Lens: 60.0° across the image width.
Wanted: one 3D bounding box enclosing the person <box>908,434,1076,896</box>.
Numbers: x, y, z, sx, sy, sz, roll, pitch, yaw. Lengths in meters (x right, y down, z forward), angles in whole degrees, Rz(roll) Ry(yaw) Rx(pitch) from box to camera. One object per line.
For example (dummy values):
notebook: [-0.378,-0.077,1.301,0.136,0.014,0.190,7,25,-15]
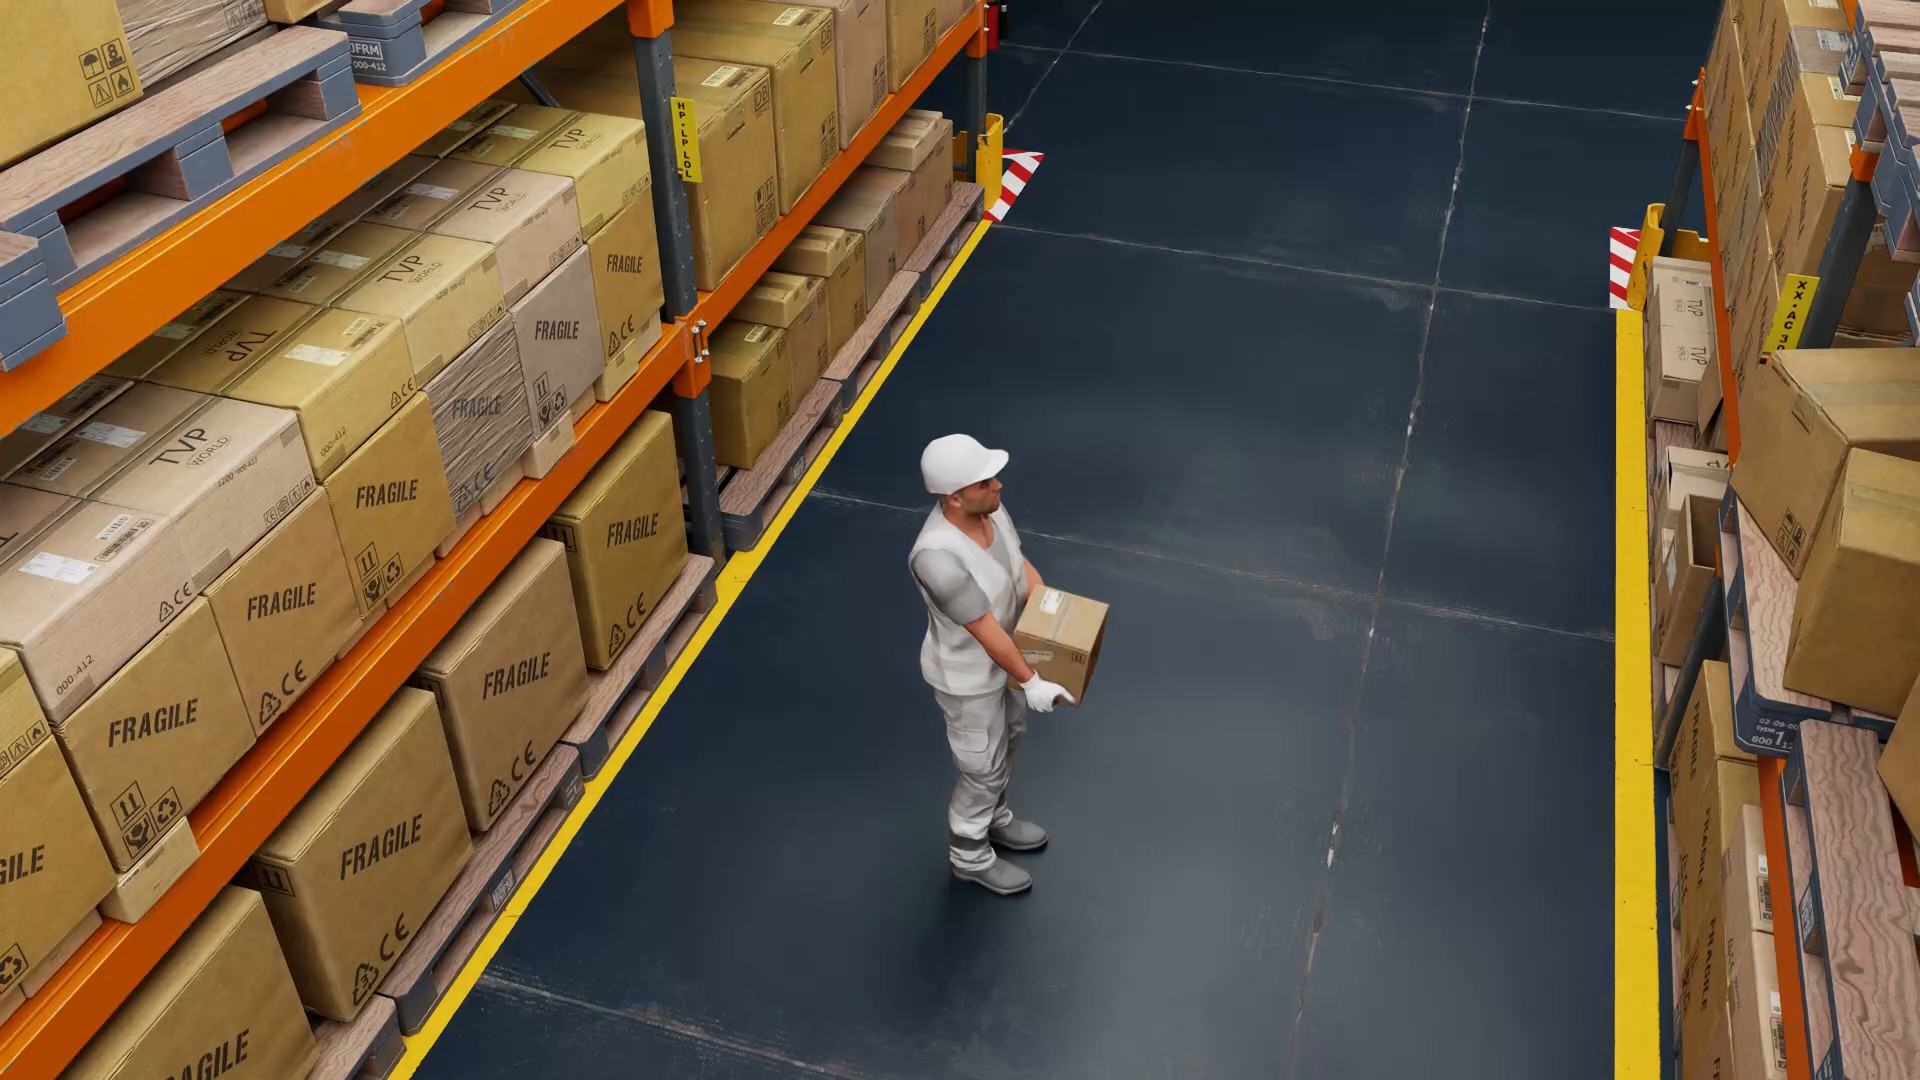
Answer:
person: [0.148,0.436,5.550,0.563,1.782,0.493,11,38,14]
